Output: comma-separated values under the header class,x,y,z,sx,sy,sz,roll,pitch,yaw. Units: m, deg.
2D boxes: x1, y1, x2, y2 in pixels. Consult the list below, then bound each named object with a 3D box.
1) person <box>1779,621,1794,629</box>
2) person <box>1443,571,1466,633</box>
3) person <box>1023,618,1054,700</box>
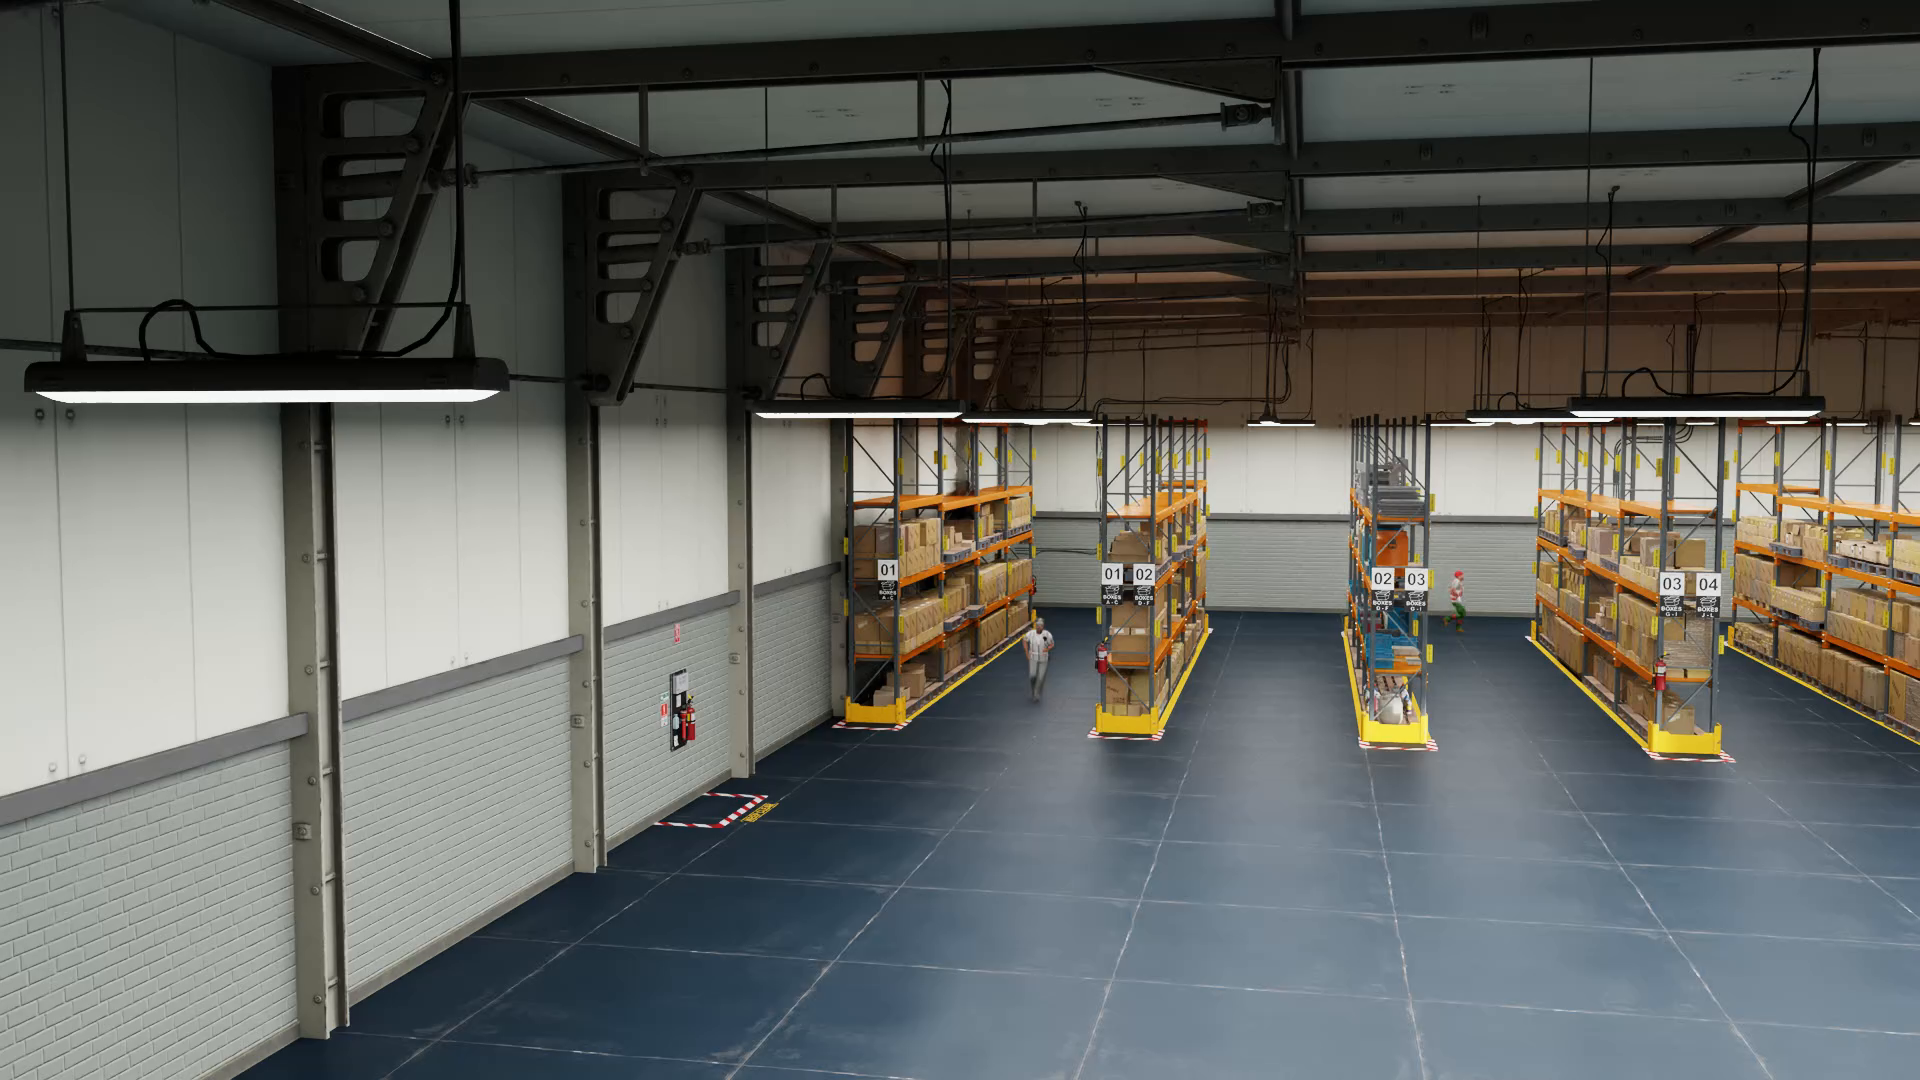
class,x,y,z,sx,sy,sz,roll,pitch,yaw
person,22.123,1.911,44.414,0.784,1.731,0.568,-2,4,-24
person,13.959,1.738,46.898,0.654,1.746,0.681,1,4,12
person,1.661,2.514,35.042,0.655,1.737,0.697,0,4,0
